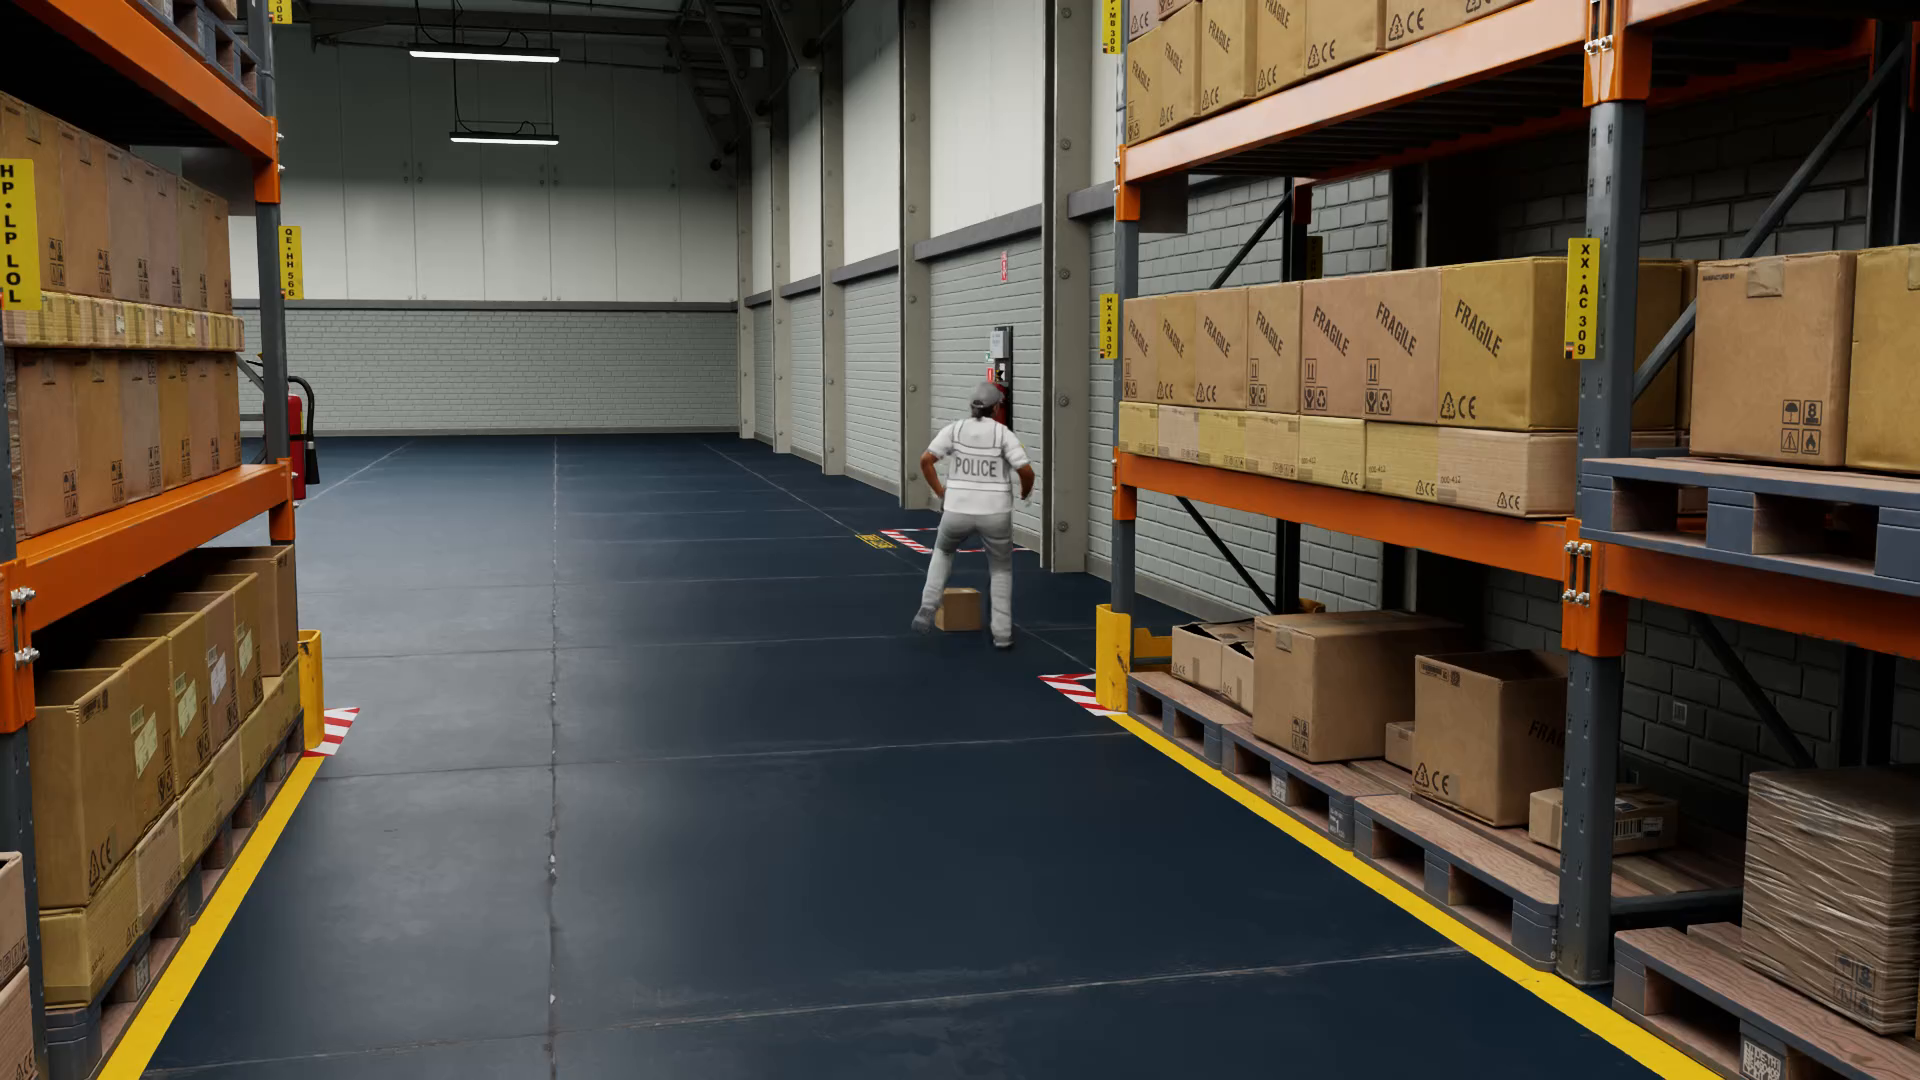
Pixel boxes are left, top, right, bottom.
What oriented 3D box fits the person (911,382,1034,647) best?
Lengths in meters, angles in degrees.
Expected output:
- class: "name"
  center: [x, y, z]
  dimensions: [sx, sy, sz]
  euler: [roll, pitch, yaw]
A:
- class: "person"
  center: [0.078, -0.166, 10.334]
  dimensions: [0.781, 1.633, 0.533]
  euler: [1, 6, 6]
